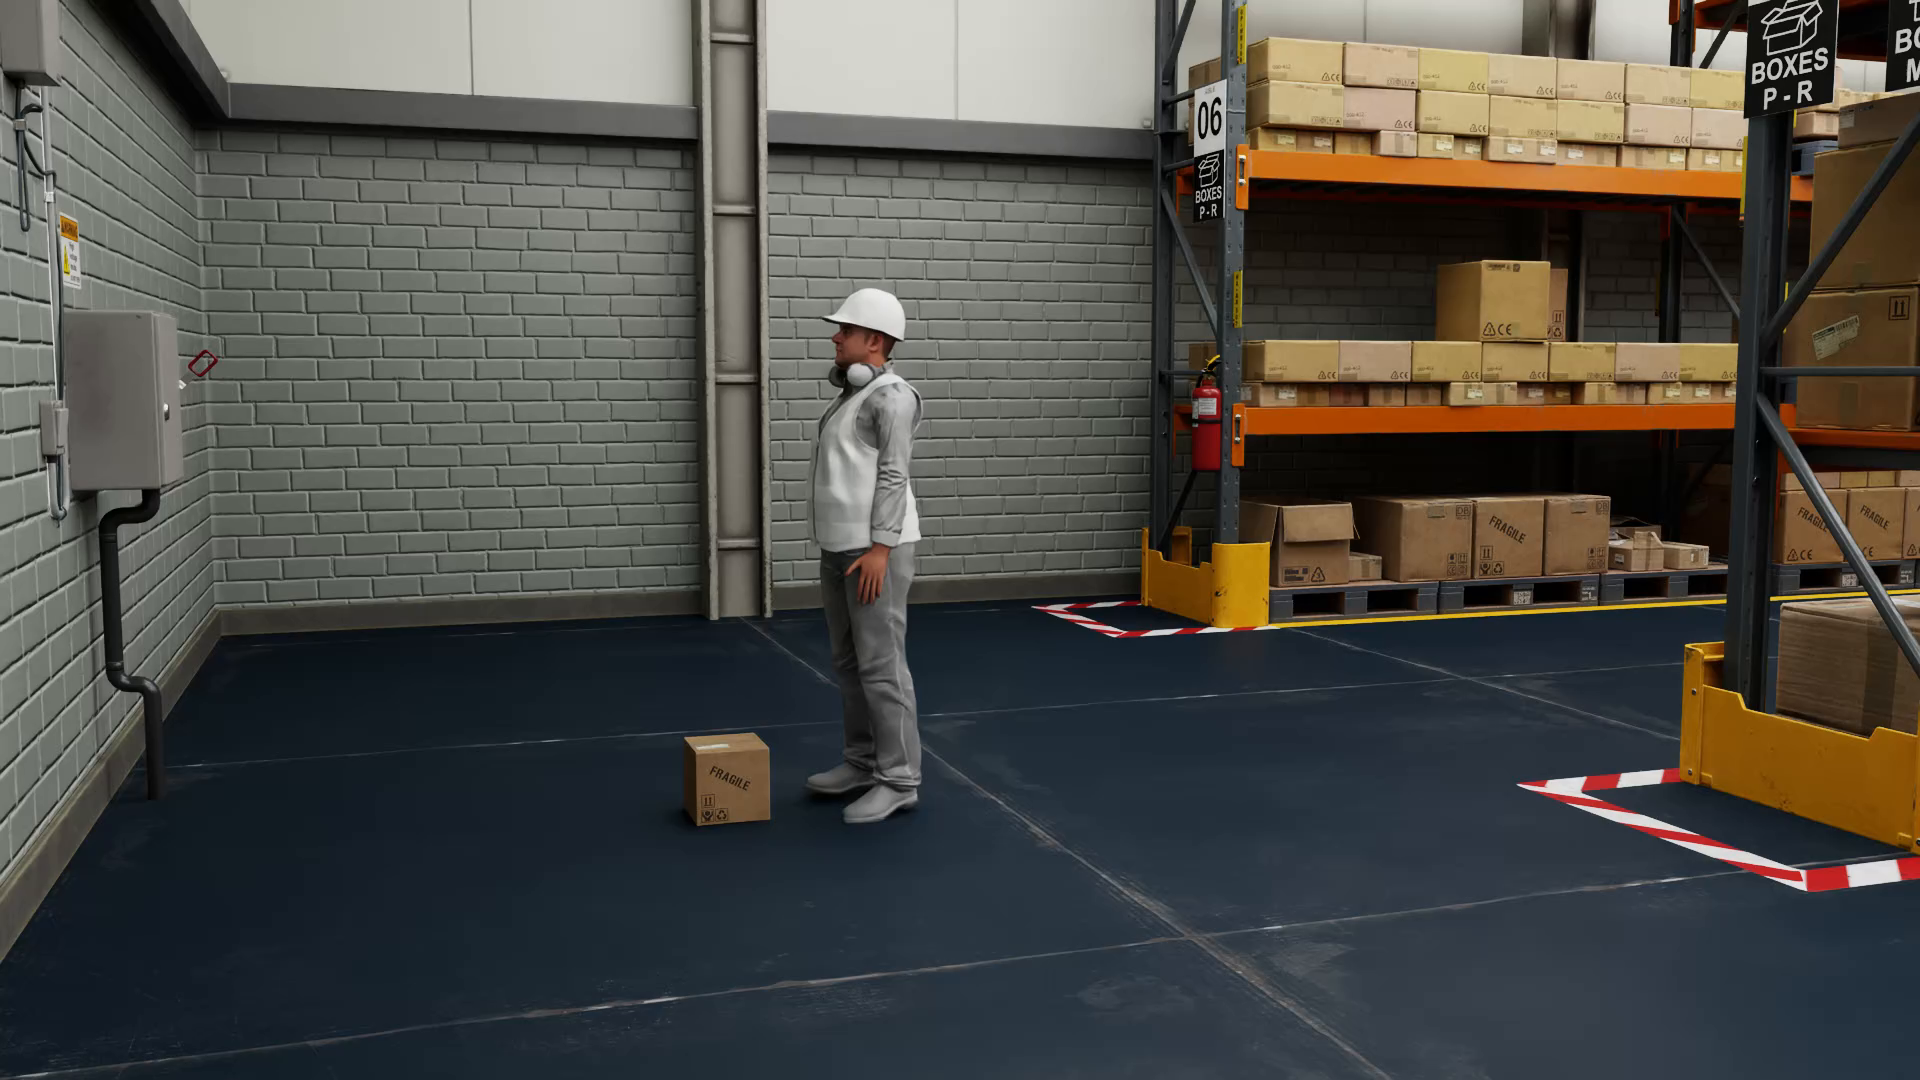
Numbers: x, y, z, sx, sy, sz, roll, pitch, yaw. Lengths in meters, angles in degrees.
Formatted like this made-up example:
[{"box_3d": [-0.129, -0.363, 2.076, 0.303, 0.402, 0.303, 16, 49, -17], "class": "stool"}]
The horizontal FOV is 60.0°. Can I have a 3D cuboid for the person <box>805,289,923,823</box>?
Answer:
[{"box_3d": [-0.342, 0.036, 5.763, 0.357, 1.798, 0.543, -3, 6, -25], "class": "person"}]
